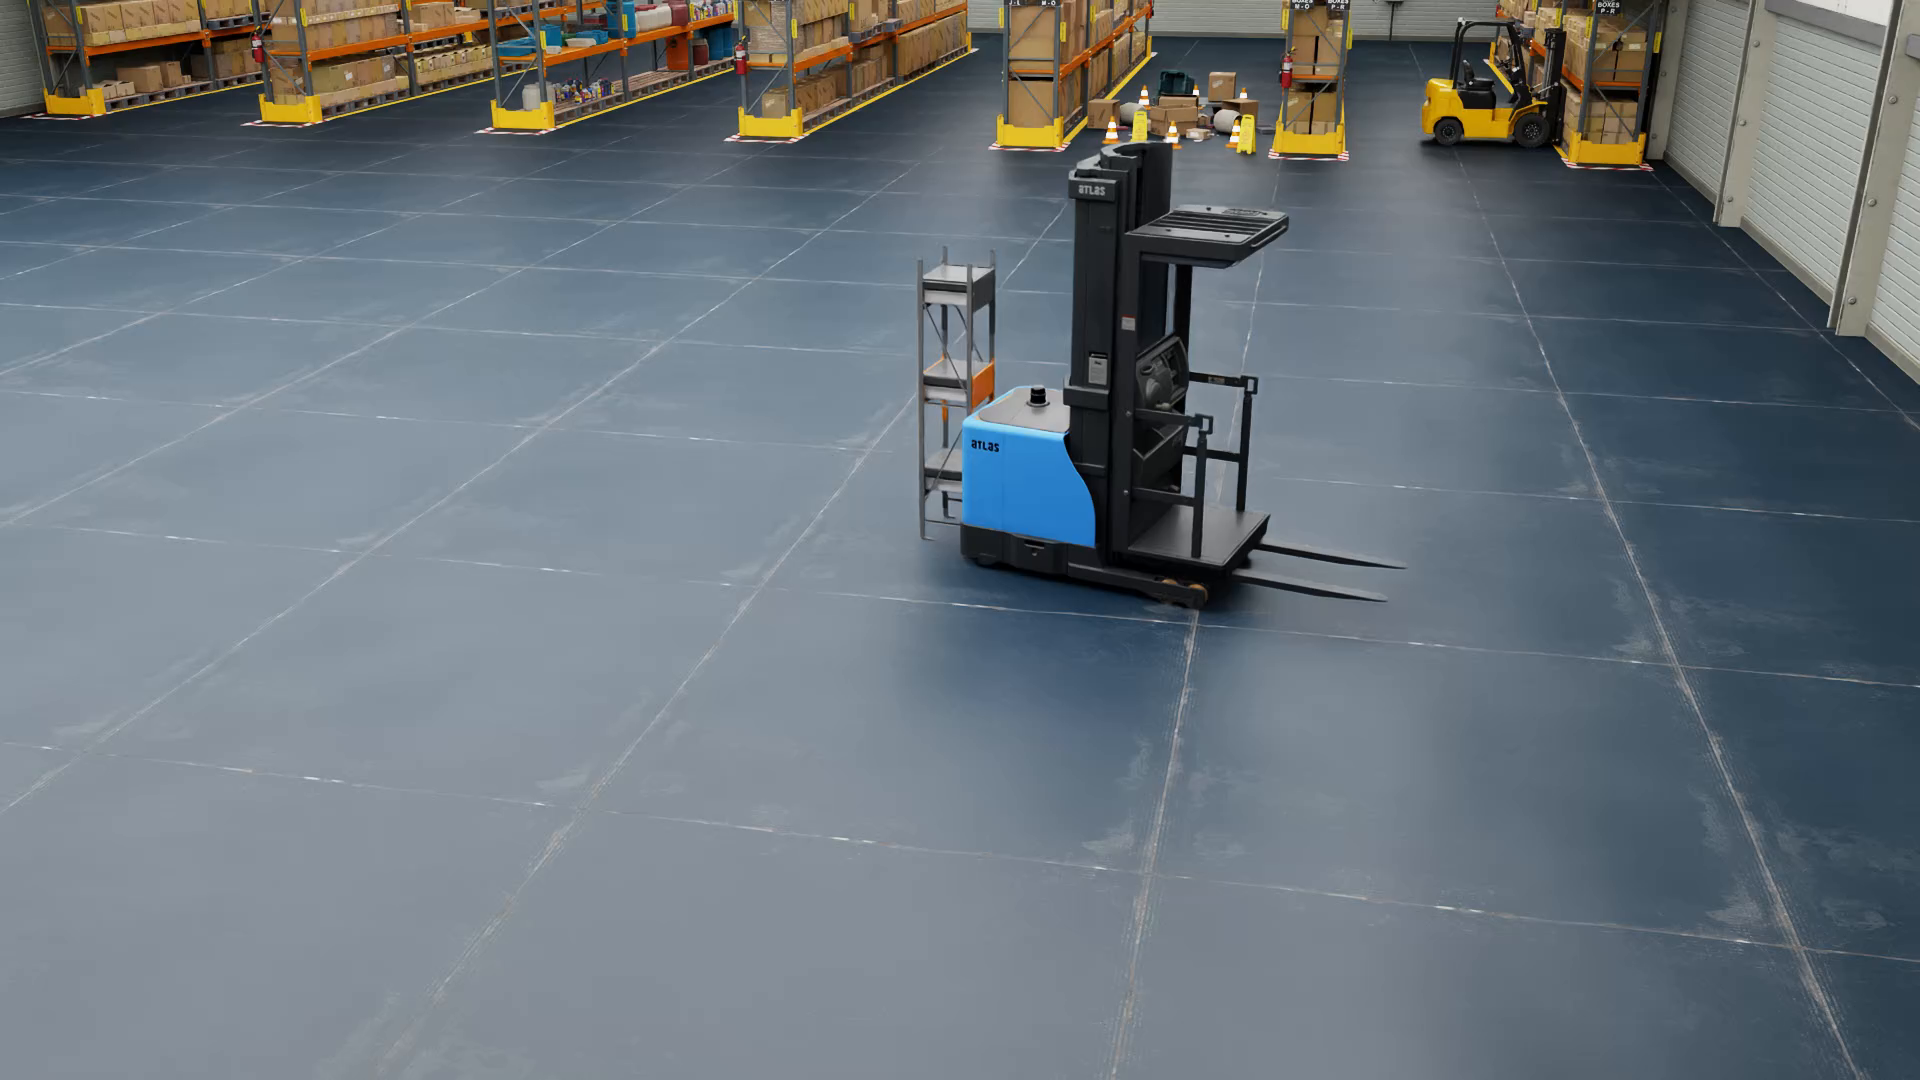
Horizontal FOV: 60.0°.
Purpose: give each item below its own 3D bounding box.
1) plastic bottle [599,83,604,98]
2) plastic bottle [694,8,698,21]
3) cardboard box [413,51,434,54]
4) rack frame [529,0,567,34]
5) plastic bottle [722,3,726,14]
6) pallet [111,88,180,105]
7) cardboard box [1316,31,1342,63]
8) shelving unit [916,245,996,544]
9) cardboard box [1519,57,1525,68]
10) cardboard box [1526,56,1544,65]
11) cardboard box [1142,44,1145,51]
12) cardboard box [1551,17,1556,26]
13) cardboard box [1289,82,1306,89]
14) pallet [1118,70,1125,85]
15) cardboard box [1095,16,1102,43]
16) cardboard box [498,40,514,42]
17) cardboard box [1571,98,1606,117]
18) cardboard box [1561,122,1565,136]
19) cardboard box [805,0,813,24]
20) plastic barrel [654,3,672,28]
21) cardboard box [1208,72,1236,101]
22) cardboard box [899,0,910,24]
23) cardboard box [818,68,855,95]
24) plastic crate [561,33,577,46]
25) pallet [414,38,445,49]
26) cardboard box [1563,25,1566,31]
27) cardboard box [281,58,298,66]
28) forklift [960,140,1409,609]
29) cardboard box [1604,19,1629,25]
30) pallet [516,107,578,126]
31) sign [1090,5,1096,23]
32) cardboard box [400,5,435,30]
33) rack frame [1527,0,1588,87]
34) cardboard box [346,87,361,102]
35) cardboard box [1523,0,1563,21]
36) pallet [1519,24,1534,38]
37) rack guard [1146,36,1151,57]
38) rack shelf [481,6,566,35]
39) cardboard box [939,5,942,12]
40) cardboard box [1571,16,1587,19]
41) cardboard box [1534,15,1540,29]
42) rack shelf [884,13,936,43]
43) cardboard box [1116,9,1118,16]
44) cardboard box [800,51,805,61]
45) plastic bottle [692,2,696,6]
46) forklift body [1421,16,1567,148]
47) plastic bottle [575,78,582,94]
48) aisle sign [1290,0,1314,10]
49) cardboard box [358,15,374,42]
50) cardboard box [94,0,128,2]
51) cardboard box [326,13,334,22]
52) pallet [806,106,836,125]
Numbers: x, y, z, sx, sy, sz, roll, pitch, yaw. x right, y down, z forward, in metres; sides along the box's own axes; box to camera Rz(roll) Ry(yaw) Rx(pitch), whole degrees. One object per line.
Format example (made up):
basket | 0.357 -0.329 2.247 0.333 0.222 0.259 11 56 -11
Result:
plastic bottle | -7.477 -9.373 34.658 0.061 0.283 0.133 6 23 14
plastic bottle | -6.263 -12.478 39.478 0.061 0.283 0.133 4 22 11
cardboard box | -12.332 -11.104 38.278 0.500 0.311 0.500 4 22 10
rack frame | -10.812 -14.124 43.408 1.000 3.000 0.127 4 22 11
plastic bottle | -5.905 -13.201 41.282 0.152 0.276 0.135 4 22 11
pallet | -17.644 -9.585 35.871 1.003 0.211 1.213 4 22 11
cardboard box | 6.609 -8.750 29.531 0.500 0.500 0.500 5 23 13
shelving unit | -0.022 -1.047 12.143 0.431 2.100 0.503 8 23 19
cardboard box | 12.811 -10.544 37.302 0.500 0.500 0.500 4 22 9
cardboard box | 12.509 -10.411 36.103 0.380 0.149 0.250 3 22 8
cardboard box | 4.680 -12.978 43.816 0.380 0.149 0.250 5 23 13
cardboard box | 11.727 -10.086 32.380 0.380 0.149 0.250 4 22 9
cardboard box | 6.055 -8.244 30.054 0.380 0.149 0.250 5 22 12
pallet | 3.316 -10.927 39.202 1.003 0.211 1.213 4 22 11
cardboard box | 2.665 -10.612 34.555 0.500 0.500 0.500 4 22 11
cardboard box | -11.154 -12.042 40.996 0.500 0.500 0.500 4 22 9
cardboard box | 10.787 -7.422 28.547 0.500 0.250 0.500 5 23 13
cardboard box | 11.006 -7.325 29.645 0.500 0.250 0.500 5 22 11
cardboard box | -3.075 -9.990 31.272 0.500 0.500 0.500 4 22 11
plastic barrel | -6.780 -11.942 37.840 0.421 0.512 0.421 0 22 0
cardboard box | 5.206 -9.003 33.025 0.500 0.500 0.500 4 22 11
cardboard box | -1.462 -12.297 38.737 0.500 0.500 0.500 4 22 9
cardboard box | -2.601 -9.709 35.203 0.700 0.500 0.500 3 22 7
plastic crate | -8.149 -10.246 34.063 0.450 0.188 0.662 4 22 11
pallet | -15.184 -13.926 46.650 1.003 0.211 1.213 4 22 11
cardboard box | 11.492 -9.560 31.074 0.380 0.149 0.250 4 22 10
cardboard box | -16.574 -11.815 40.431 0.700 0.500 0.500 5 22 12
forklift | 1.554 -1.119 11.208 3.031 2.935 1.130 10 24 24
cardboard box | 11.923 -9.372 30.209 0.380 0.149 0.250 4 22 10
pallet | -8.272 -8.391 32.906 1.003 0.211 1.213 4 22 11
sign | 2.631 -10.423 32.954 0.100 0.325 0.005 4 22 11
cardboard box | -12.164 -11.717 37.298 0.500 0.500 0.500 6 23 15
rack frame | 12.631 -10.772 35.086 1.000 3.000 0.127 4 22 11
cardboard box | -12.732 -9.200 34.300 0.500 0.250 0.500 4 22 11
cardboard box | 12.783 -11.626 36.505 0.797 0.503 0.637 4 22 10
pallet | 12.700 -10.936 35.750 1.213 0.211 1.003 4 22 11
rack guard | 4.521 -13.228 44.530 1.175 0.500 0.348 4 22 11
rack shelf | -11.220 -13.059 41.726 1.077 0.370 4.000 4 22 11
cardboard box | -0.675 -13.430 42.021 0.380 0.149 0.250 4 22 9
cardboard box | 11.511 -9.597 30.767 0.380 0.149 0.250 5 22 12
cardboard box | 12.276 -10.793 34.668 0.500 0.250 0.500 4 22 11
rack shelf | -1.523 -12.302 39.848 1.077 0.370 4.000 4 22 11
cardboard box | 3.408 -12.109 38.180 0.380 0.149 0.250 5 23 13
cardboard box | -3.136 -9.129 31.341 0.380 0.149 0.250 4 22 11
plastic bottle | -6.620 -13.209 41.301 0.152 0.276 0.135 4 22 11
forklift body | 9.599 -8.285 30.047 2.313 2.155 1.214 4 22 11
plastic bottle | -8.026 -9.520 34.934 0.144 0.351 0.185 4 22 11
aisle sign | 5.842 -9.429 28.270 0.394 0.787 0.004 4 22 11
cardboard box | -12.736 -10.705 34.786 0.700 0.500 0.500 5 22 12
cardboard box | -17.906 -11.145 35.181 0.500 0.500 0.500 5 22 12
cardboard box | -12.812 -10.490 33.382 0.380 0.149 0.250 4 22 10
pallet | -3.096 -8.452 33.058 1.003 0.211 1.213 4 22 11
